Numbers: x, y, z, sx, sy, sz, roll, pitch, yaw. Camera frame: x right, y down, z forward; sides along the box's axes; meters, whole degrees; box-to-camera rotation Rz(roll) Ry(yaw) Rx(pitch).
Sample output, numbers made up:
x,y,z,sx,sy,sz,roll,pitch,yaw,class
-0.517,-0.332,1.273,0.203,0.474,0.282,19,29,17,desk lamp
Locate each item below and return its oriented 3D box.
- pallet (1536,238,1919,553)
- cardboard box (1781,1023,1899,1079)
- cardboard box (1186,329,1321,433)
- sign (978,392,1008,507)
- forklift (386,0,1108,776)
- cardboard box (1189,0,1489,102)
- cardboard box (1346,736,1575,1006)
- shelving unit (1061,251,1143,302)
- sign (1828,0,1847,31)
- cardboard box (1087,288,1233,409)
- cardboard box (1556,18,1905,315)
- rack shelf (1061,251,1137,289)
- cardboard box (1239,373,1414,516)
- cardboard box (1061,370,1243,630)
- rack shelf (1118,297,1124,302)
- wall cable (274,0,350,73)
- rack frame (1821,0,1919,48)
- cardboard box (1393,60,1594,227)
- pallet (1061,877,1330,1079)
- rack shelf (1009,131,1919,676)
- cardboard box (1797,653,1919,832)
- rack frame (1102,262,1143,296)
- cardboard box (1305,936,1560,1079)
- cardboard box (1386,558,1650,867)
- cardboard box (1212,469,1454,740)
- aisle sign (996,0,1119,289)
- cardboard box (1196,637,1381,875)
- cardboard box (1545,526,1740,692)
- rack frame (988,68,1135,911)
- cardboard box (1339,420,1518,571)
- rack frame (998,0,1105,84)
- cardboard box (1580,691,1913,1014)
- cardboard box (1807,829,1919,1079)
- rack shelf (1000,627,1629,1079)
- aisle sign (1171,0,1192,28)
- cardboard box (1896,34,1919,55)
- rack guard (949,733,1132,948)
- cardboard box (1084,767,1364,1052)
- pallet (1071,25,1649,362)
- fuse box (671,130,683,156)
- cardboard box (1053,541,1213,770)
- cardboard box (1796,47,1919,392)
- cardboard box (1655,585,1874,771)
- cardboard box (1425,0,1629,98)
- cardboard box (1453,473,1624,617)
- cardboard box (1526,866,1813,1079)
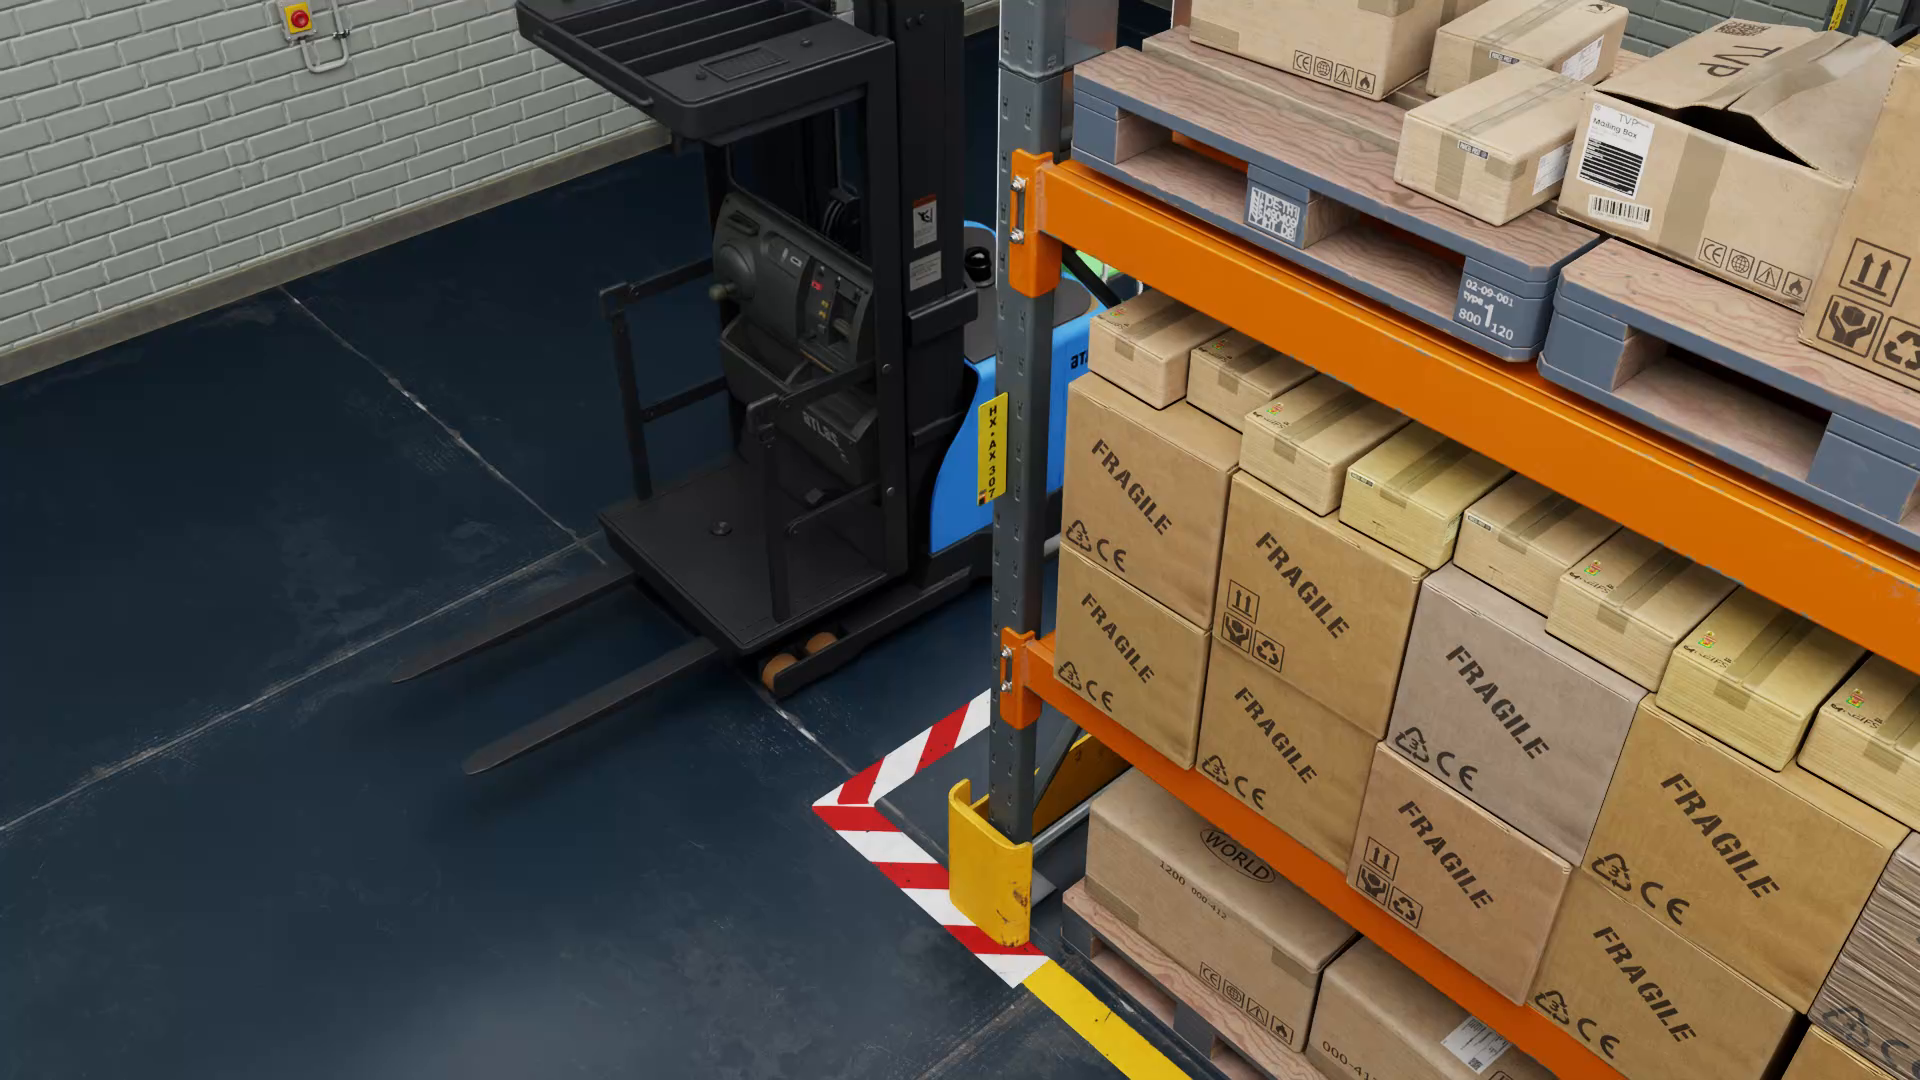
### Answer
x,y,z,sx,sy,sz,roll,pitch,yaw,class
1.838,-0.332,2.956,1.003,0.211,1.213,-30,48,-32,pallet
1.999,1.141,3.370,0.500,0.500,0.500,-31,48,-32,cardboard box
0.765,-0.410,3.979,0.380,0.149,0.250,-29,47,-31,cardboard box
0.086,-0.237,4.404,0.100,0.325,0.005,-30,48,-32,sign
-0.787,-0.906,6.039,3.031,2.935,1.130,-28,46,-30,forklift
0.870,-1.244,3.721,0.500,0.250,0.500,30,47,31,cardboard box
1.305,0.668,3.956,0.500,0.500,0.500,-30,48,-32,cardboard box
0.523,-0.872,7.375,0.258,1.200,0.503,-28,47,-30,shelving unit
3.753,-2.320,7.046,0.100,0.325,0.005,-30,48,-32,sign
0.535,-0.501,4.091,0.380,0.149,0.250,-29,47,-31,cardboard box
1.474,-0.723,3.028,0.500,0.311,0.500,-29,47,-31,cardboard box
0.523,-1.196,7.114,0.258,0.148,0.480,-28,47,-30,rack shelf
0.856,-0.241,3.769,0.380,0.149,0.250,-28,47,-31,cardboard box
0.614,-0.187,4.219,0.500,0.500,0.500,-31,48,-33,cardboard box
0.523,-1.009,7.265,0.258,0.148,0.480,-28,47,-30,rack shelf
-3.332,-3.110,7.880,0.585,1.953,0.123,-30,48,-32,wall cable
4.153,-2.214,7.604,1.000,3.000,0.127,-30,48,-32,rack frame
1.065,-0.773,3.219,0.380,0.149,0.250,-28,47,-30,cardboard box
1.097,1.319,5.449,1.003,0.211,1.213,-30,48,-32,pallet
1.852,-0.064,3.127,1.077,0.370,4.000,-30,48,-32,rack shelf
1.766,0.335,3.056,0.380,0.149,0.250,-30,48,-32,cardboard box
0.680,-0.755,7.230,0.240,1.200,0.015,-28,47,-30,rack frame
1.644,1.414,4.817,0.875,0.438,0.875,-29,47,-31,cardboard box
1.322,0.284,3.636,0.500,0.500,0.500,-30,48,-32,cardboard box
0.968,0.049,3.927,0.500,0.500,0.500,-31,48,-33,cardboard box
0.237,-1.024,4.062,0.394,0.787,0.004,-30,48,-32,aisle sign
0.975,0.425,4.257,0.500,0.500,0.500,-31,48,-32,cardboard box
1.402,0.106,3.340,0.380,0.149,0.250,-30,47,-31,cardboard box
0.499,-0.103,4.990,1.000,3.000,0.127,-30,48,-32,rack frame
1.047,-0.127,3.628,0.380,0.149,0.250,-32,49,-33,cardboard box
0.499,-2.437,3.105,1.000,3.000,0.127,-30,48,-32,rack frame
1.660,0.514,3.351,0.500,0.500,0.500,-30,48,-32,cardboard box
1.993,0.750,3.059,0.500,0.500,0.500,-29,47,-31,cardboard box
1.852,1.103,4.070,1.077,0.370,4.000,-30,48,-32,rack shelf
0.679,-1.279,4.377,0.394,0.787,0.004,-30,48,-32,aisle sign
4.261,-1.947,7.156,0.500,0.250,0.500,-30,47,-32,cardboard box
0.483,0.859,5.789,1.175,0.500,0.348,-30,48,-32,rack guard
1.019,0.994,5.337,0.875,0.438,0.875,-32,49,-33,cardboard box
1.008,-0.896,3.656,1.003,0.211,1.213,-30,48,-32,pallet
-1.686,-3.026,9.635,0.539,1.711,0.414,-30,48,-32,fuse box
0.612,0.202,4.532,0.500,0.500,0.500,-30,48,-32,cardboard box
1.752,-0.514,2.619,0.500,0.500,0.500,-29,47,-31,cardboard box
1.553,0.235,3.181,0.380,0.149,0.250,-31,48,-33,cardboard box
1.212,-1.044,3.554,0.250,0.149,0.380,30,48,32,cardboard box
1.264,-0.028,3.505,0.380,0.149,0.250,-29,47,-31,cardboard box
1.657,0.893,3.678,0.500,0.500,0.500,-28,47,-30,cardboard box
